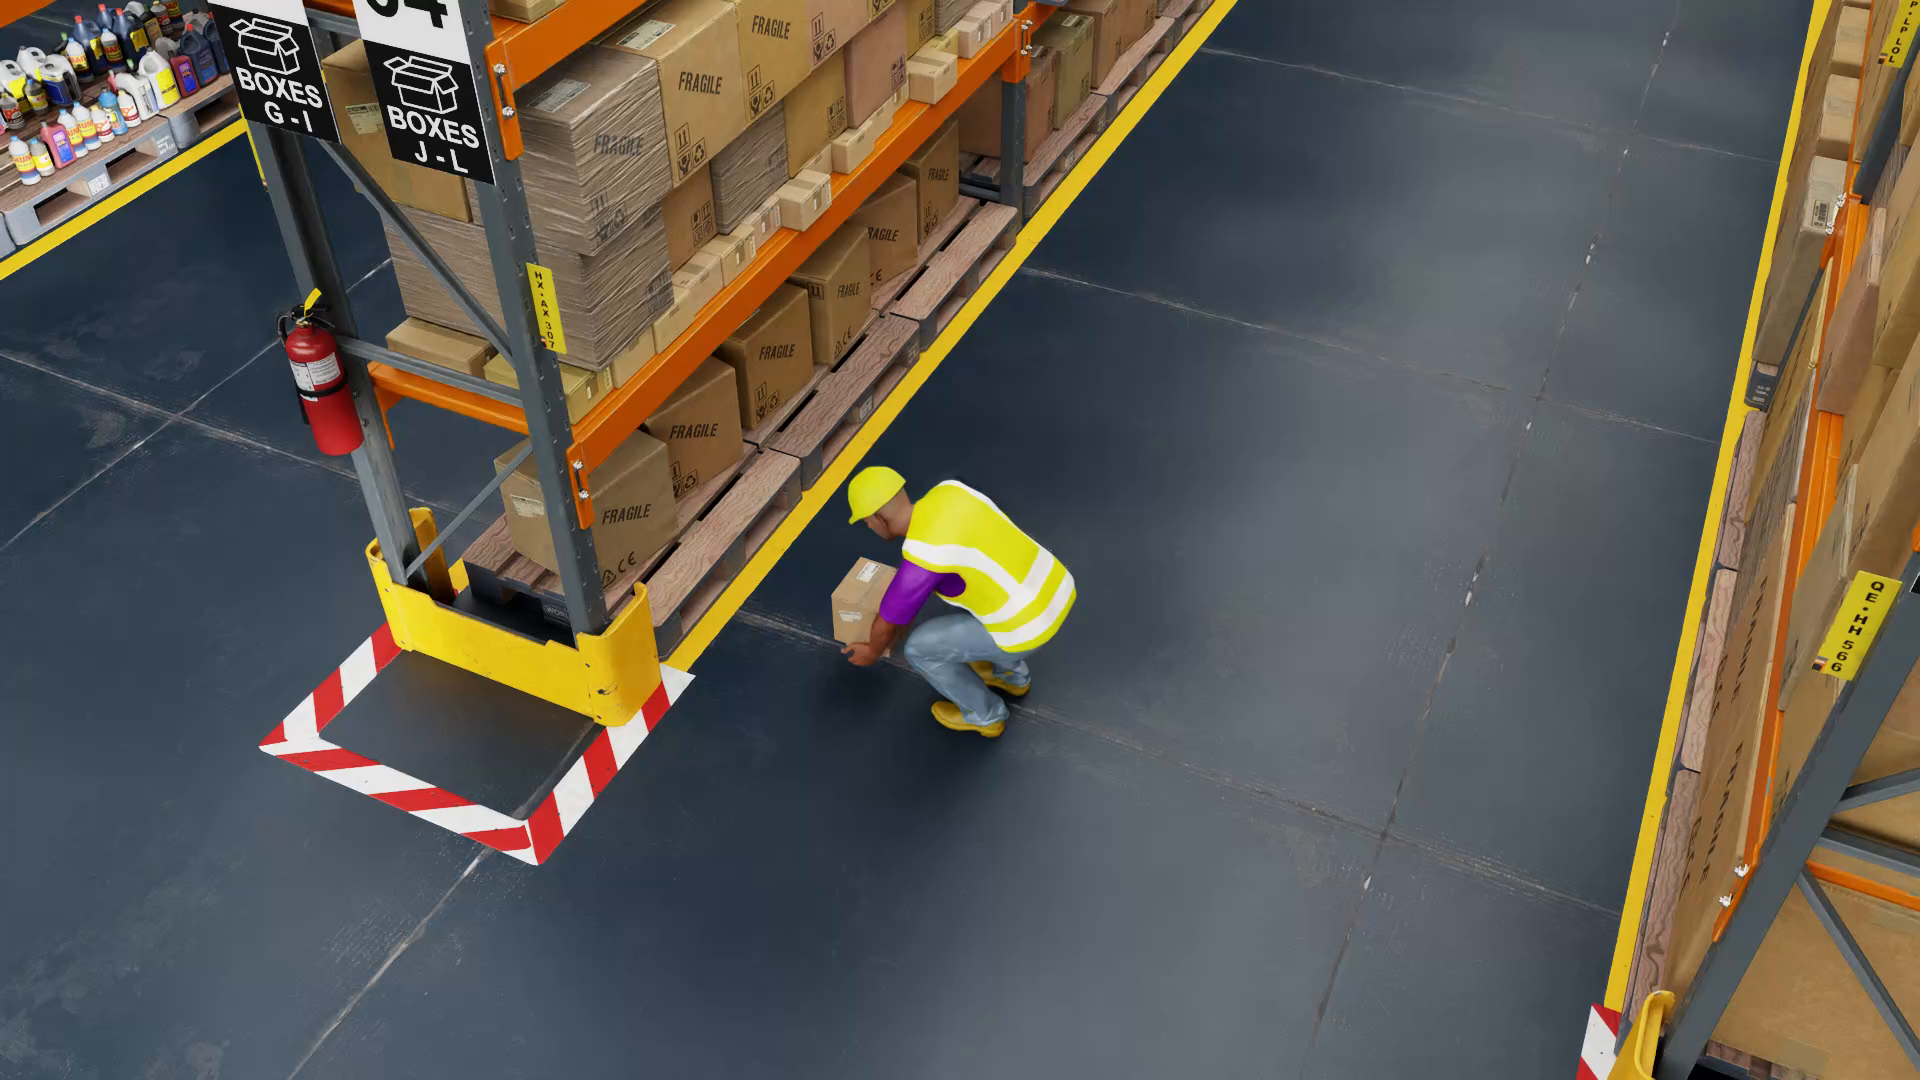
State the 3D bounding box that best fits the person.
[{"bbox_3d":[-0.012,0.237,6.371,0.860,1.111,0.603,17,45,18],"label":"person"}]
